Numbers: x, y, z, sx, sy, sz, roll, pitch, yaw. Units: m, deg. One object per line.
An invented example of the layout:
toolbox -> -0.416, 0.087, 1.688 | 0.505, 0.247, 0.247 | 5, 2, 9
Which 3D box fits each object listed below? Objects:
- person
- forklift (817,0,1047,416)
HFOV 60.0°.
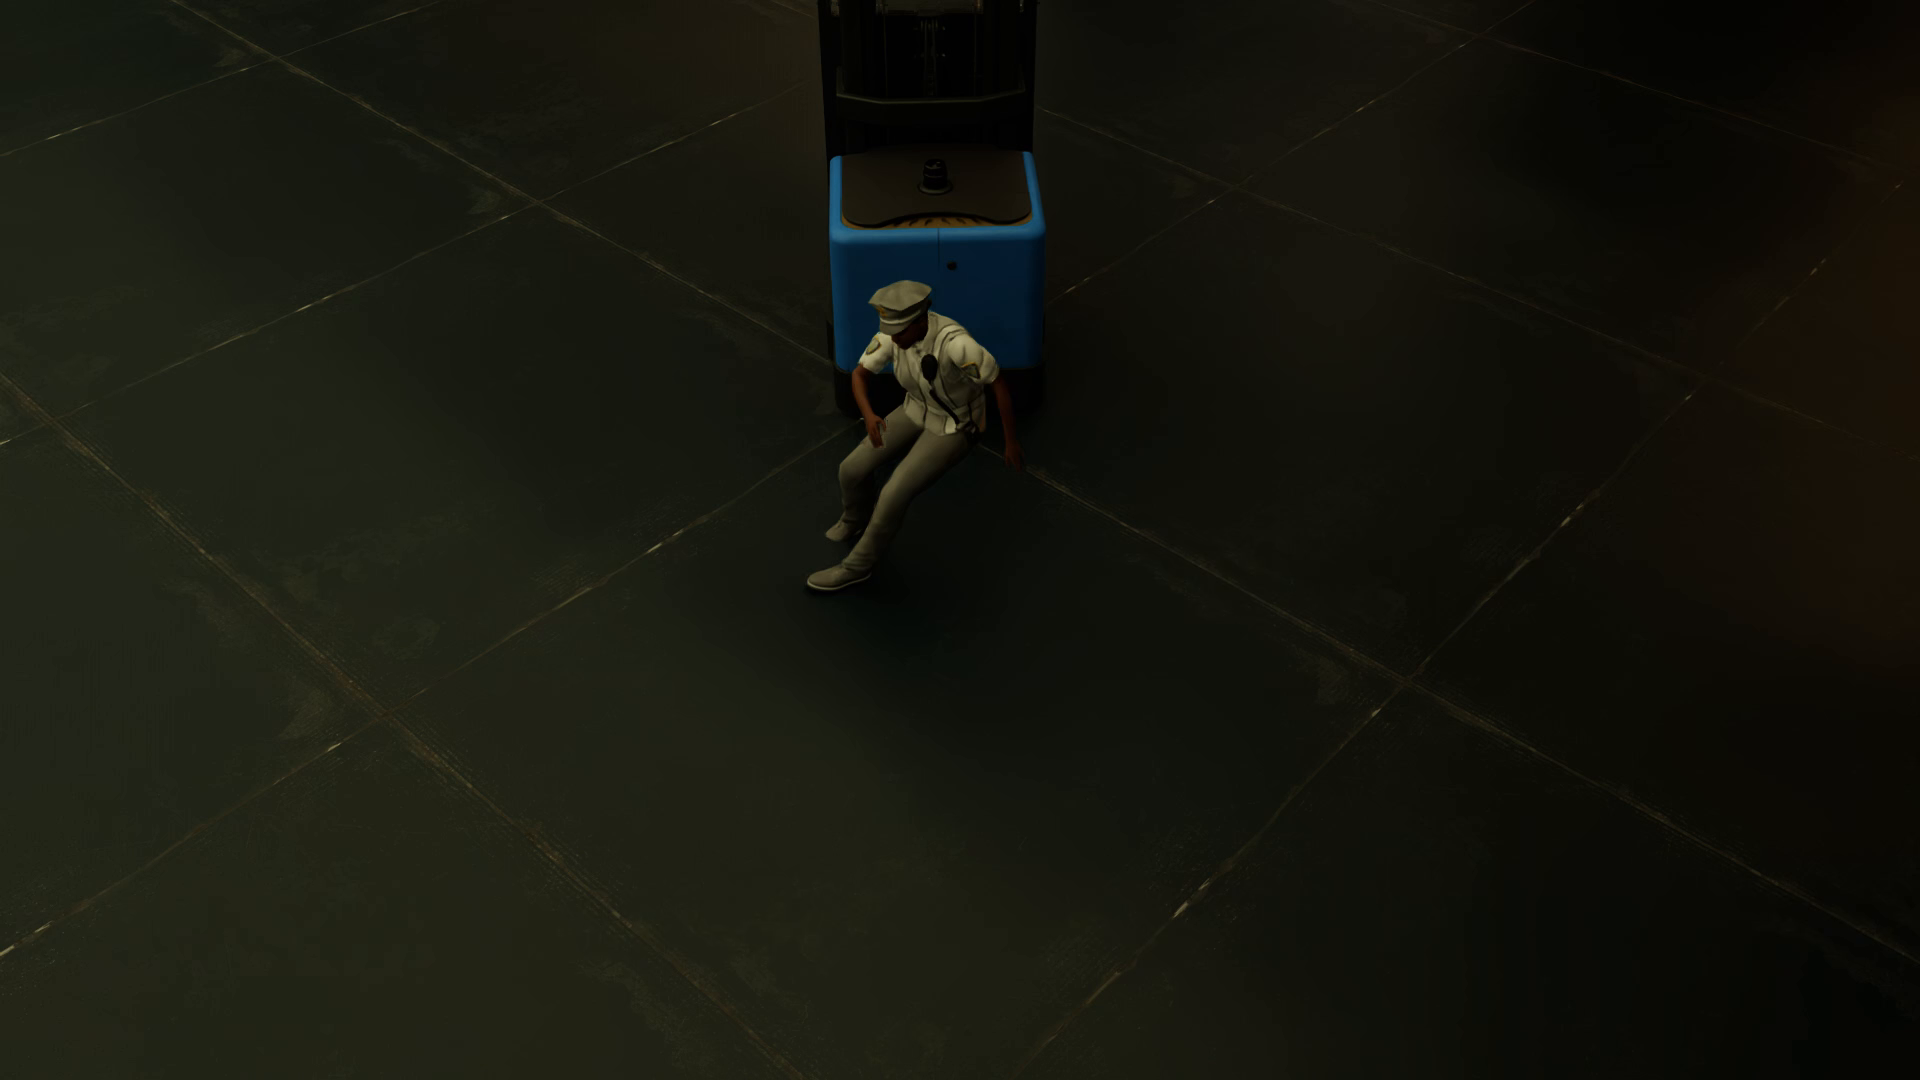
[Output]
person -> -0.159, -0.395, 7.141 | 0.998, 1.409, 0.902 | 28, 48, 28
forklift -> -0.174, -2.673, 8.543 | 1.130, 2.935, 3.031 | -2, 41, -2
